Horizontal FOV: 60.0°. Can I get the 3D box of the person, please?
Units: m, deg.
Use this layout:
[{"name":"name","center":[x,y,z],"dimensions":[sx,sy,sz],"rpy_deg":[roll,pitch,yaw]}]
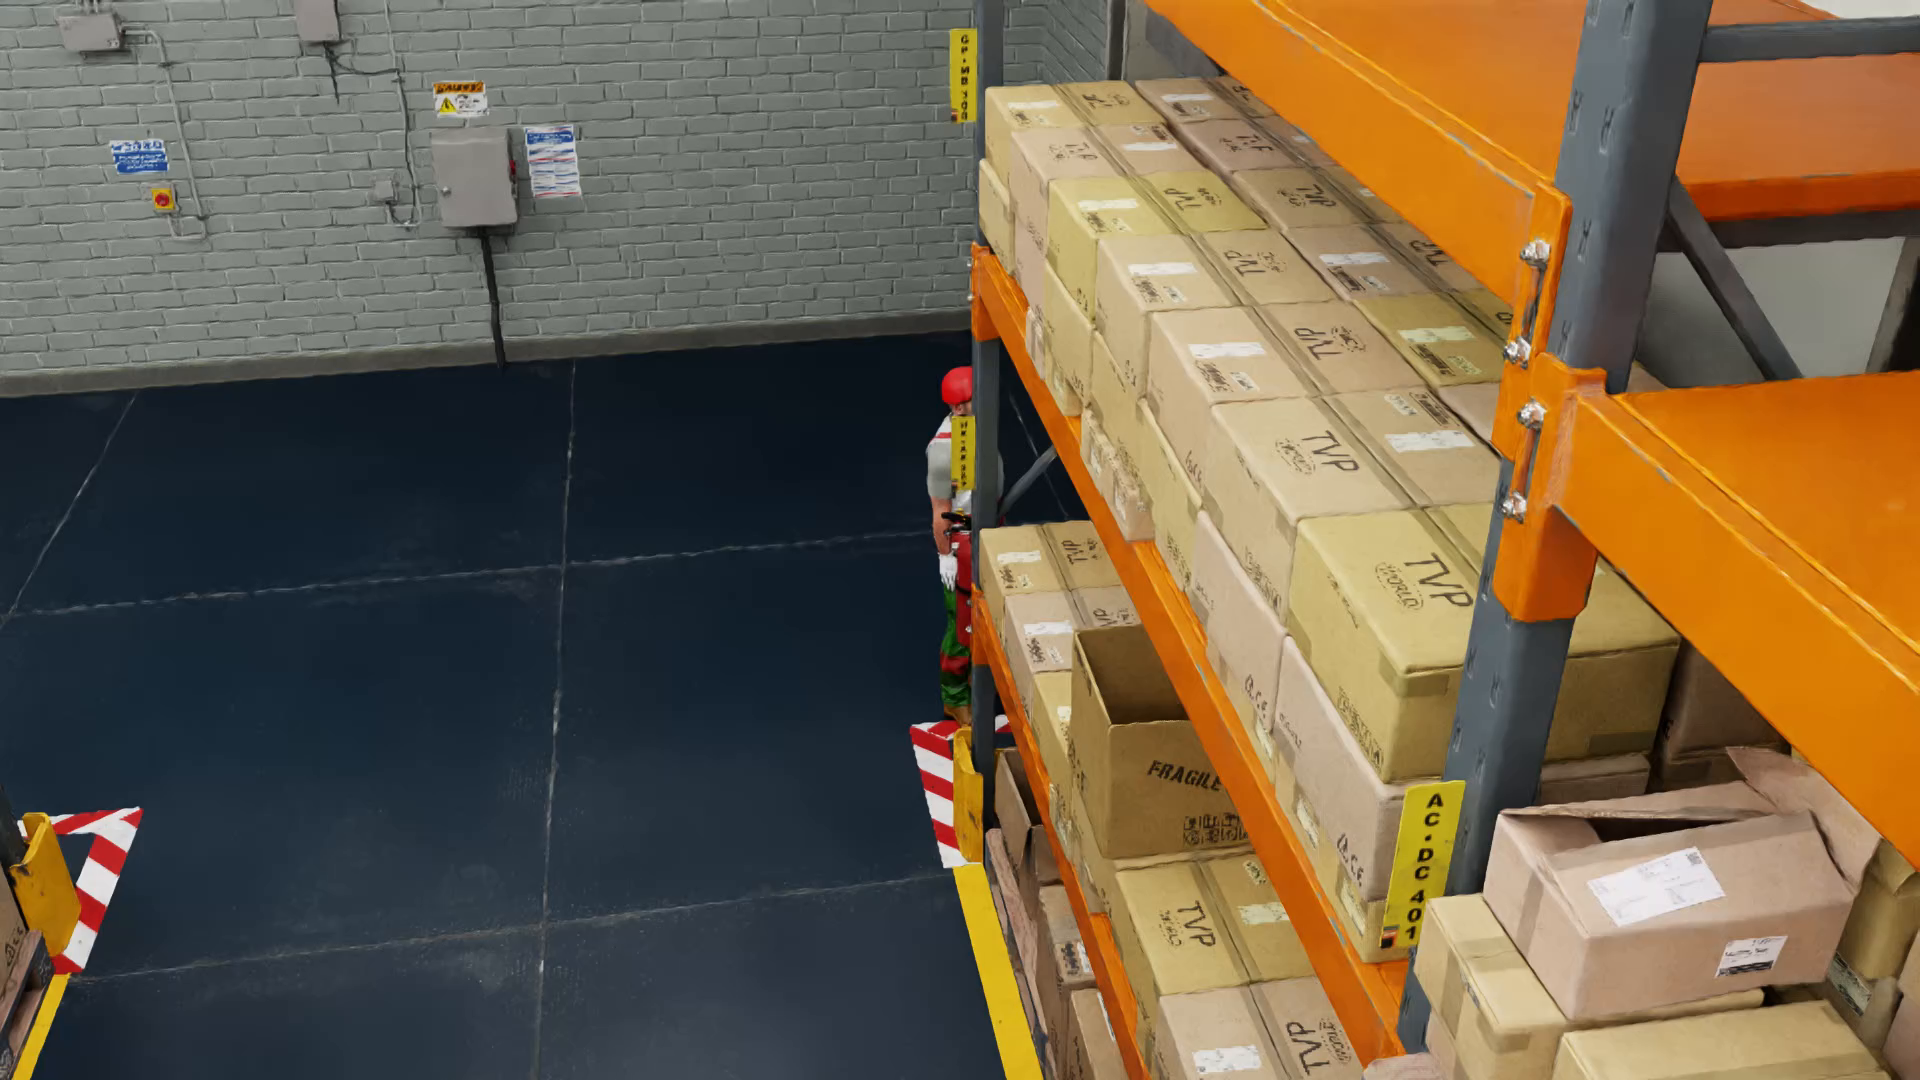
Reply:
[{"name":"person","center":[0.063,0.010,8.082],"dimensions":[0.395,1.795,0.682],"rpy_deg":[11,32,18]}]
